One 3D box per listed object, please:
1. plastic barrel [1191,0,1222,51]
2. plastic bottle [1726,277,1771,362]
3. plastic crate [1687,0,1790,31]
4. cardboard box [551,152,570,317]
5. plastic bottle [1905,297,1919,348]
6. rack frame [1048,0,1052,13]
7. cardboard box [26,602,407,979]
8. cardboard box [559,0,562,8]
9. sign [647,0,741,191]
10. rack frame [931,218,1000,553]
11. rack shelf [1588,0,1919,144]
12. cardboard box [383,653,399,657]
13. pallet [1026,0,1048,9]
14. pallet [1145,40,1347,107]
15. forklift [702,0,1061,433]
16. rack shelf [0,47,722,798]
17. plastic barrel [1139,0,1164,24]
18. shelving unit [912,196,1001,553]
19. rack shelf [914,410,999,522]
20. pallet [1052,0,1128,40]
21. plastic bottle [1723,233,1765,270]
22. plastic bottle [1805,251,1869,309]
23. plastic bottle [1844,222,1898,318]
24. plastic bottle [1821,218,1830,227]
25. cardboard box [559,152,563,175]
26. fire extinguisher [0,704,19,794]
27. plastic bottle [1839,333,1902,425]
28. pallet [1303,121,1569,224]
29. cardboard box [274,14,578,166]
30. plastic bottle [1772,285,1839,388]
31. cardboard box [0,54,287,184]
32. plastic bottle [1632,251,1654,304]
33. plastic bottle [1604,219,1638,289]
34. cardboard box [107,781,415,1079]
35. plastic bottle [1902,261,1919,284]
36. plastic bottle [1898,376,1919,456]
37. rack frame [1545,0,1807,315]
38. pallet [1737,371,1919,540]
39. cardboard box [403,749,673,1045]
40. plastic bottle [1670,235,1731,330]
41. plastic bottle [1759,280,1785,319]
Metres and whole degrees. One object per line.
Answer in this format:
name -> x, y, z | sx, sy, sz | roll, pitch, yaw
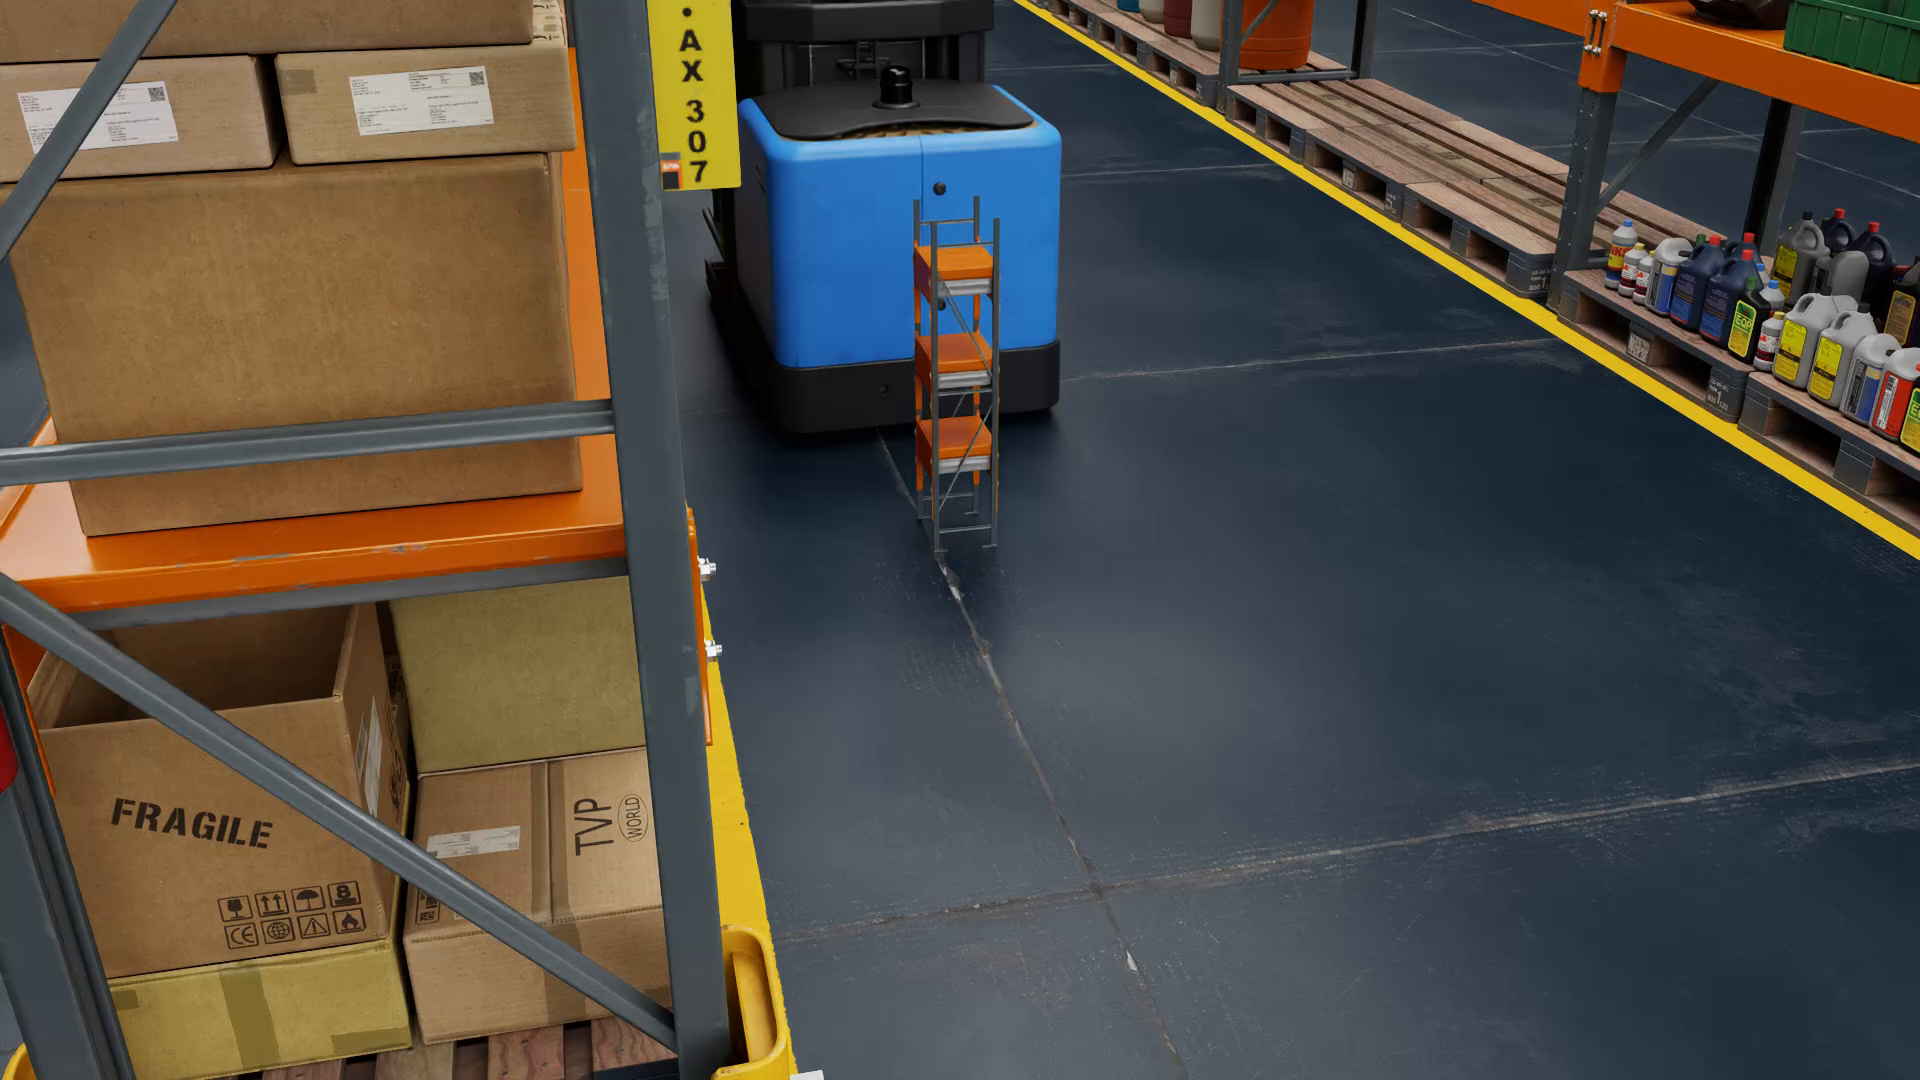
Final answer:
plastic barrel -> 1.811, -3.660, 11.467 | 0.421, 0.512, 0.421 | 0, 27, 0
plastic bottle -> 2.871, -0.803, 6.038 | 0.061, 0.283, 0.133 | -5, 27, -9
plastic crate -> 3.048, -2.105, 6.160 | 0.767, 0.338, 0.504 | -6, 27, -12
cardboard box -> -1.087, -0.599, 2.997 | 0.700, 0.500, 0.500 | -5, 27, -10
plastic bottle -> 3.525, -0.797, 6.026 | 0.061, 0.283, 0.133 | -6, 27, -12
rack frame -> 1.251, -5.887, 13.585 | 1.000, 3.000, 0.127 | -6, 27, -12
cardboard box -> -1.282, 0.382, 2.917 | 0.500, 0.500, 0.500 | -6, 27, -12
cardboard box -> -0.867, -0.872, 2.817 | 0.380, 0.149, 0.250 | -6, 27, -11
sign -> -0.329, -0.593, 2.048 | 0.100, 0.325, 0.005 | -6, 27, -12
rack frame -> 0.015, -0.439, 4.954 | 0.200, 1.050, 0.008 | -6, 27, -12
rack shelf -> 3.505, -1.176, 5.050 | 1.077, 0.370, 4.000 | -6, 27, -12
cardboard box -> -1.519, 0.279, 3.954 | 0.500, 0.250, 0.500 | -6, 27, -12
pallet -> 1.048, -4.961, 14.845 | 1.003, 0.211, 1.213 | -6, 27, -12
pallet -> 1.934, -3.228, 11.412 | 1.003, 0.211, 1.213 | -6, 27, -12
forklift -> -0.502, -2.327, 6.608 | 1.130, 2.935, 3.031 | -7, 28, -13
rack shelf -> -1.322, -0.675, 4.056 | 1.077, 0.370, 4.000 | -6, 27, -12
plastic barrel -> 1.557, -4.156, 12.449 | 0.421, 0.512, 0.421 | 0, 27, 0
shelving unit -> -0.012, -0.492, 5.060 | 0.215, 1.050, 0.252 | -6, 27, -12
rack shelf -> -0.012, -0.235, 5.190 | 0.215, 0.259, 0.240 | -6, 27, -12
pallet -> 1.385, -4.299, 13.534 | 1.003, 0.211, 1.213 | -6, 27, -12
plastic bottle -> 2.972, -1.007, 6.368 | 0.144, 0.351, 0.185 | -6, 27, -12
plastic bottle -> 3.385, -0.992, 6.421 | 0.152, 0.276, 0.135 | -6, 27, -12
plastic bottle -> 3.523, -1.051, 6.456 | 0.144, 0.351, 0.185 | -7, 28, -14
plastic bottle -> 3.484, -1.181, 6.788 | 0.061, 0.283, 0.133 | -5, 27, -9
cardboard box -> -1.315, -1.048, 3.887 | 0.700, 0.500, 0.500 | -5, 27, -10
fire extinguisher -> -1.297, 0.016, 1.976 | 0.296, 0.674, 0.183 | -6, 27, -12
plastic bottle -> 3.053, -0.536, 5.517 | 0.152, 0.276, 0.135 | -7, 28, -13
pallet -> 2.561, -2.008, 8.994 | 1.003, 0.211, 1.213 | -6, 27, -12
cardboard box -> -0.750, -0.646, 2.371 | 0.380, 0.149, 0.250 | -6, 27, -12
plastic bottle -> 2.970, -0.723, 5.805 | 0.144, 0.351, 0.185 | -6, 27, -12
cardboard box -> -1.143, -0.601, 2.280 | 0.380, 0.149, 0.250 | -6, 27, -12
plastic bottle -> 2.745, -1.049, 6.616 | 0.097, 0.201, 0.097 | 0, 27, 0
plastic bottle -> 2.699, -1.169, 6.777 | 0.097, 0.271, 0.097 | 0, 27, 0
cardboard box -> -1.280, 0.717, 3.087 | 0.500, 0.250, 0.500 | -6, 27, -12
plastic bottle -> 3.596, -0.910, 6.175 | 0.144, 0.351, 0.185 | -6, 27, -12
plastic bottle -> 3.070, -0.414, 5.268 | 0.061, 0.283, 0.133 | -5, 27, -10
rack frame -> 3.054, -2.375, 6.627 | 1.000, 3.000, 0.127 | -6, 27, -12
pallet -> 3.443, -0.295, 5.600 | 1.003, 0.211, 1.213 | -6, 27, -12
cardboard box -> -0.775, 0.664, 3.191 | 0.500, 0.250, 0.500 | -6, 27, -12
plastic bottle -> 2.832, -0.993, 6.339 | 0.144, 0.351, 0.185 | -5, 27, -10
plastic bottle -> 2.944, -0.814, 6.072 | 0.097, 0.271, 0.097 | 0, 27, 0
